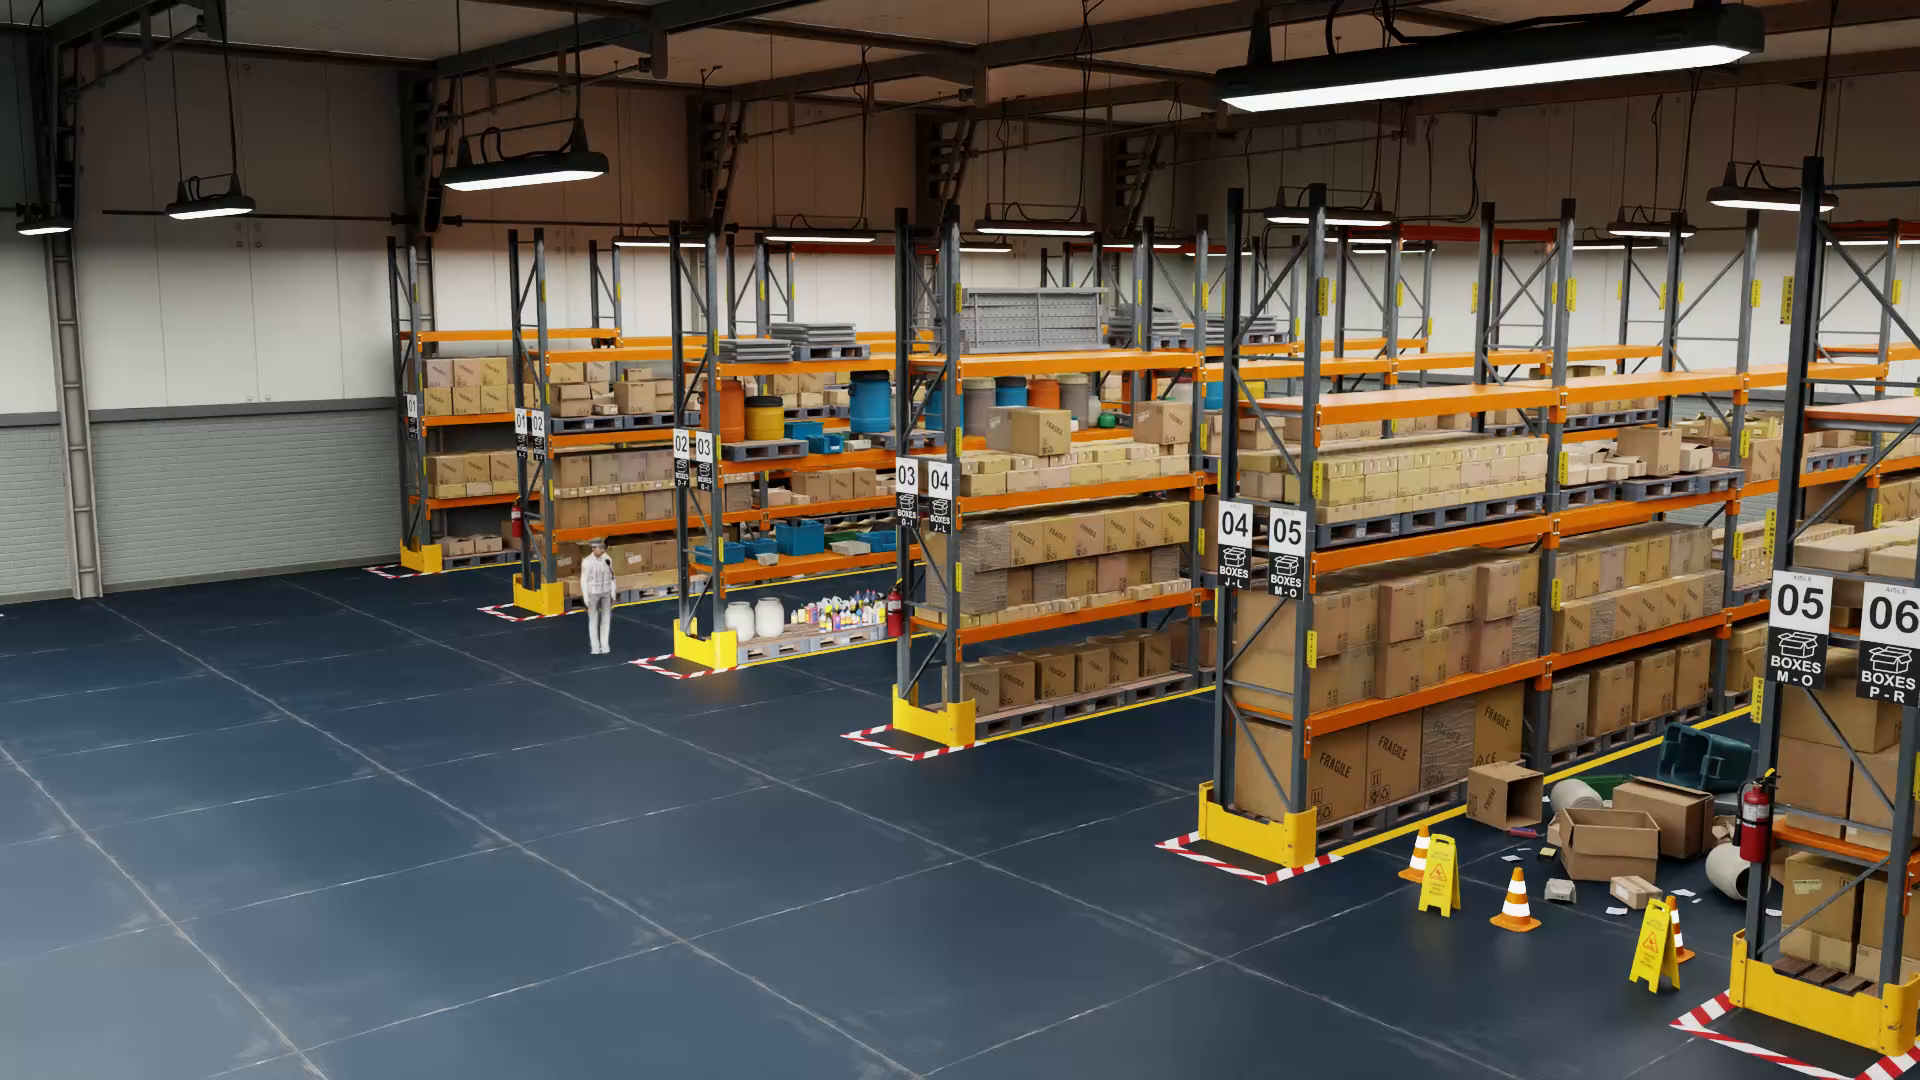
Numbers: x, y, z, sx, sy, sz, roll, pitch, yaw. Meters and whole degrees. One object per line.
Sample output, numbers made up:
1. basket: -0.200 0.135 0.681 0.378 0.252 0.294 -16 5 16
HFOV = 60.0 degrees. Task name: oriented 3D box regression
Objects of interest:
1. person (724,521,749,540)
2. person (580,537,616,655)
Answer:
1. person: -4.224 -0.364 30.728 0.634 1.697 0.490 0 9 -1
2. person: -5.073 0.774 23.356 0.516 1.673 0.383 -7 11 -37
